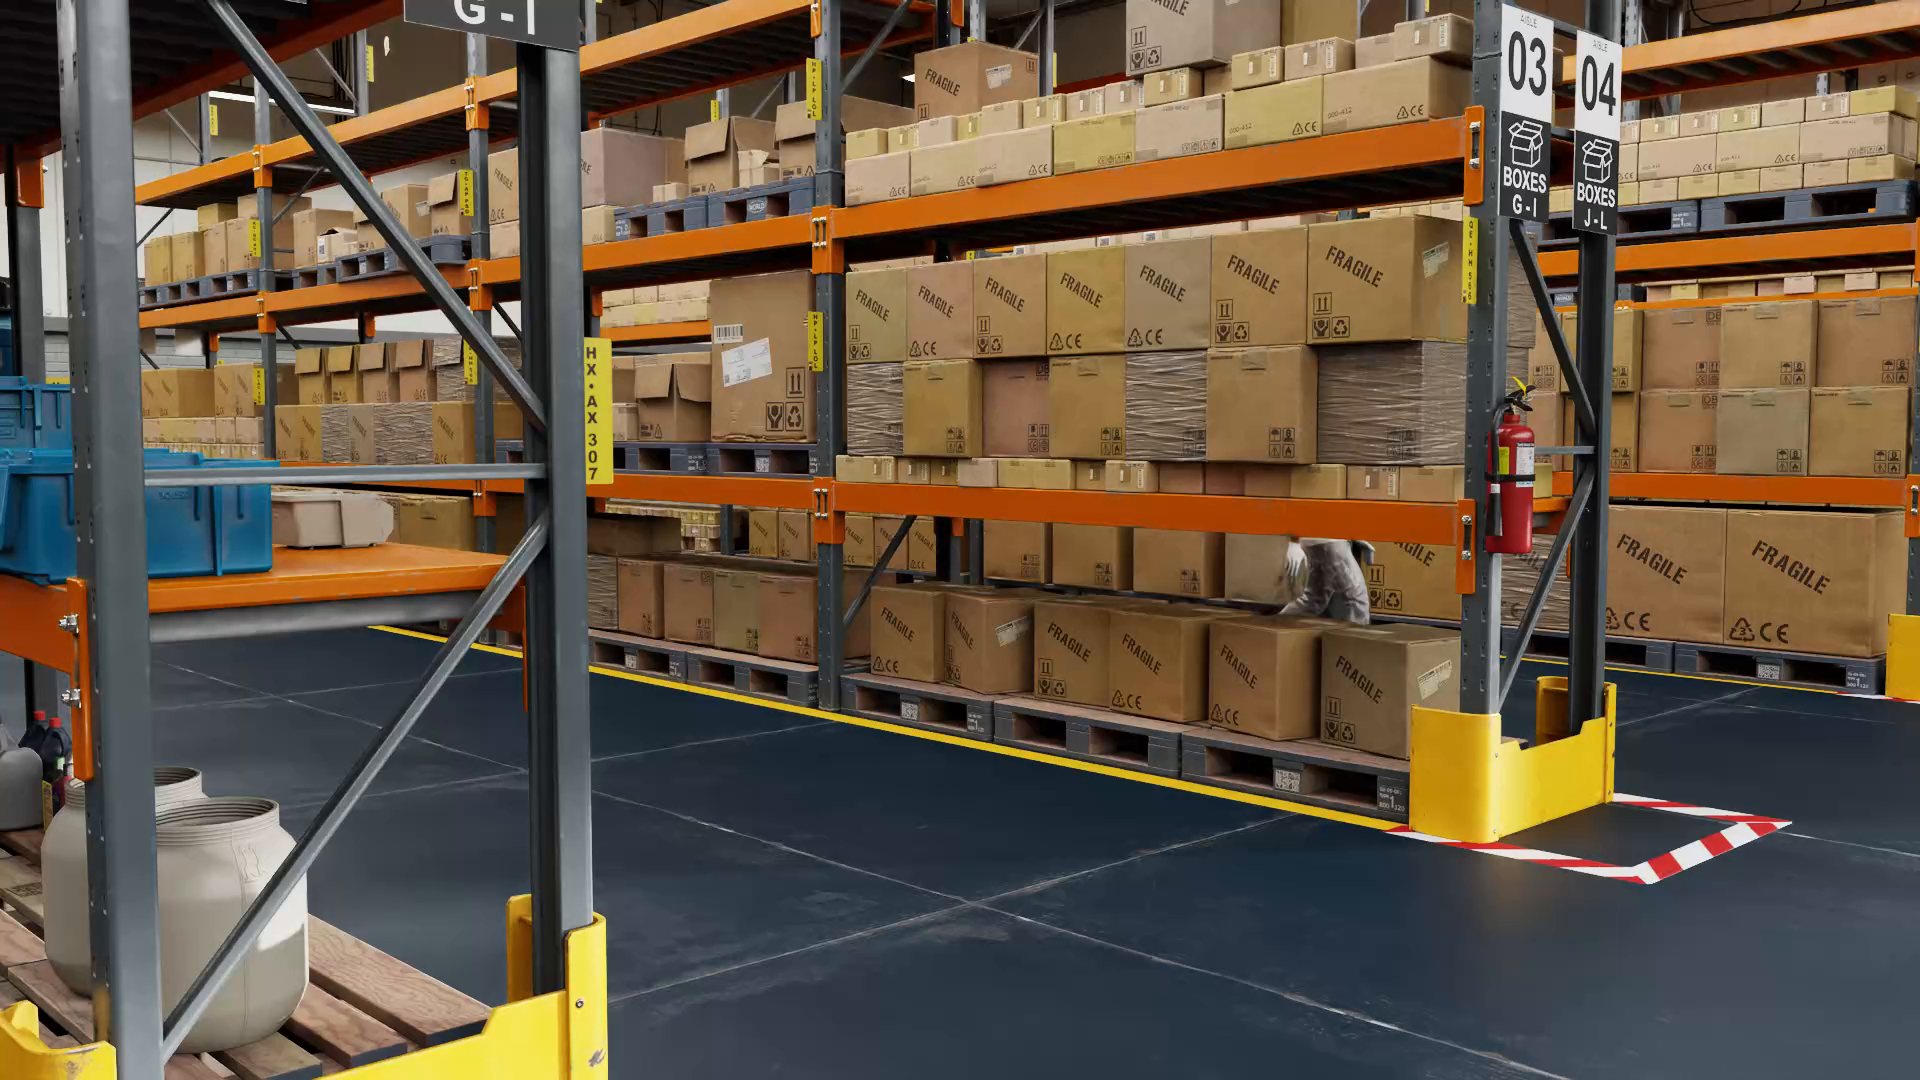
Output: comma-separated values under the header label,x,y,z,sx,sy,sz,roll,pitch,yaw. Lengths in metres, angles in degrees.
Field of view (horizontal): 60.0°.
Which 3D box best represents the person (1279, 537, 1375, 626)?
label,x,y,z,sx,sy,sz,roll,pitch,yaw
person,2.332,0.014,10.475,1.072,1.738,0.593,2,4,30
